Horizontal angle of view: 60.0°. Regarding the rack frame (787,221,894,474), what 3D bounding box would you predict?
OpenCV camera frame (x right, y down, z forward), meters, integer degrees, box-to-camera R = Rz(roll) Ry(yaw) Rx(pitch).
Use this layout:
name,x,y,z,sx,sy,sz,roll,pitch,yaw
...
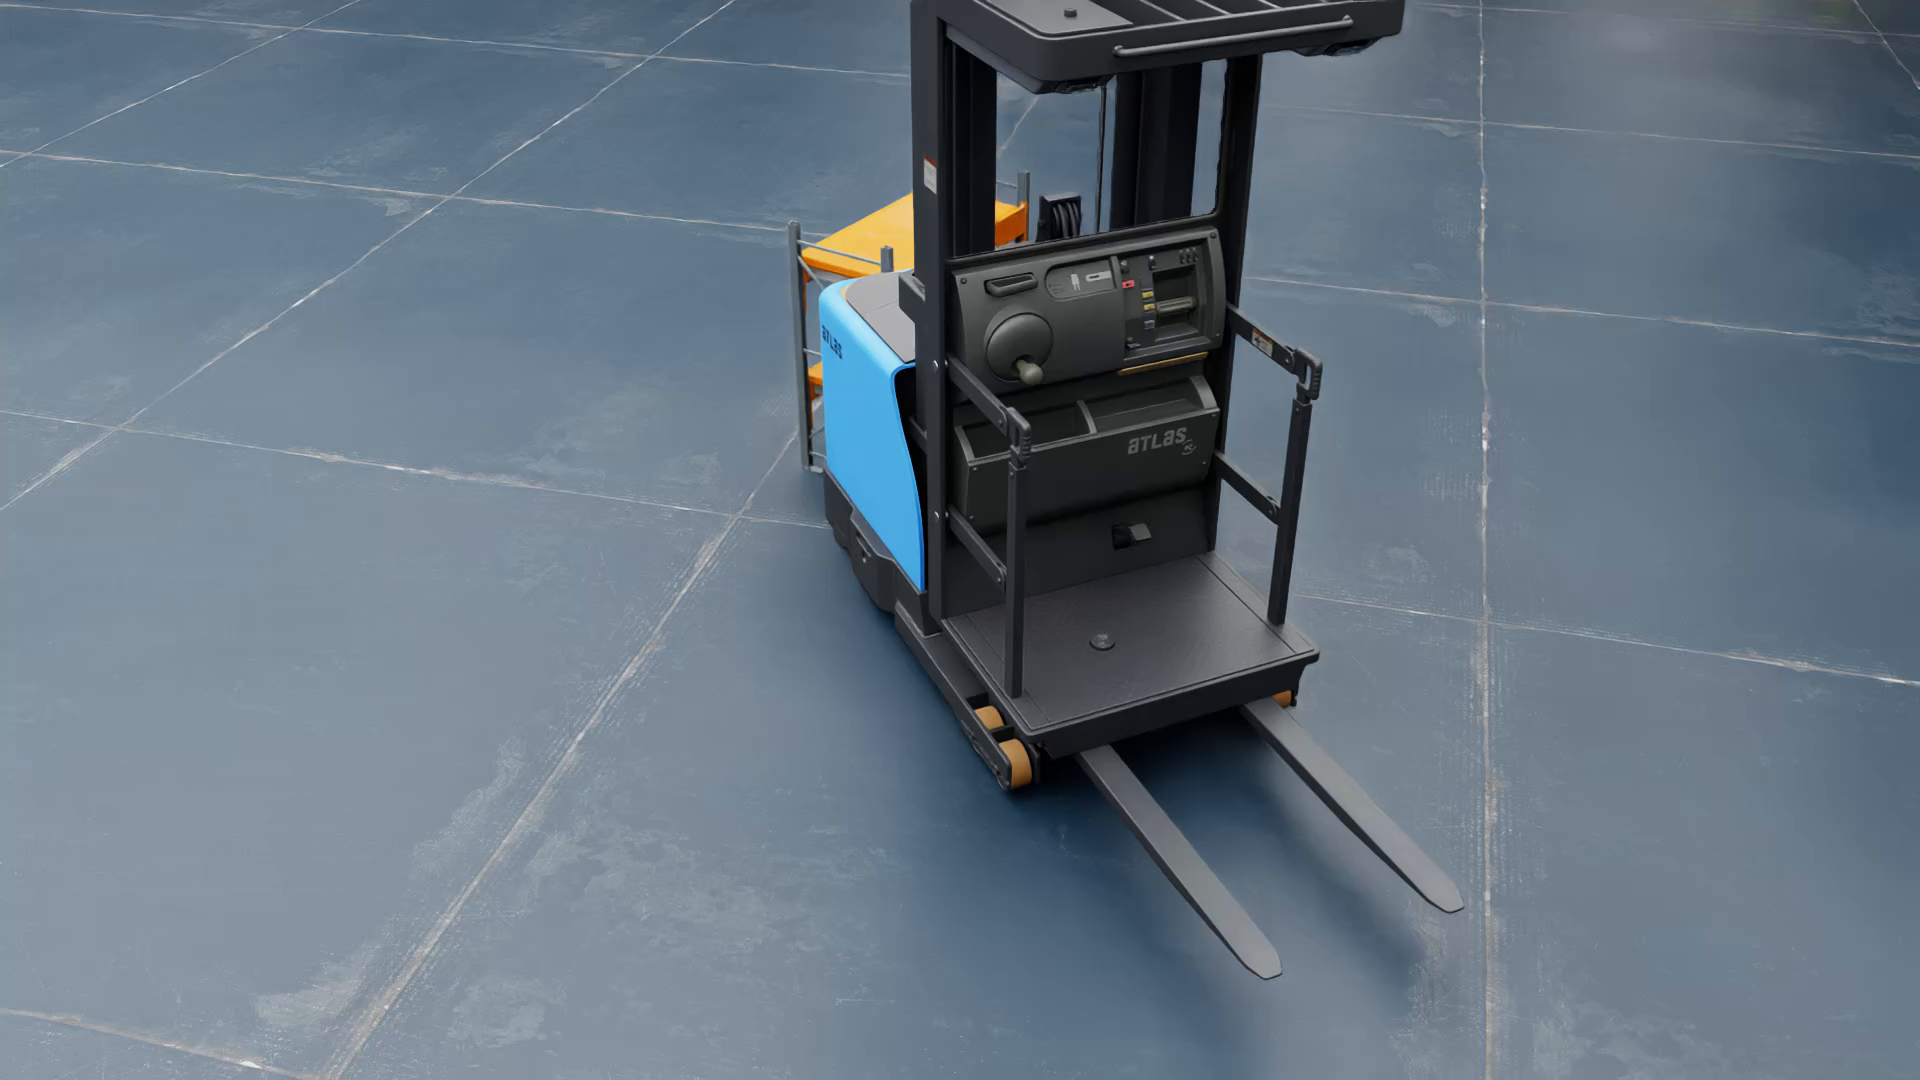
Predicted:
name,x,y,z,sx,sy,sz,roll,pitch,yaw
rack frame,-0.474,-0.727,6.845,0.500,1.125,0.032,19,37,28

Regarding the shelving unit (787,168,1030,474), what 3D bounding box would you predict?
name,x,y,z,sx,sy,sz,roll,pitch,yaw
shelving unit,-0.196,-0.955,7.203,0.538,1.125,1.048,19,37,28

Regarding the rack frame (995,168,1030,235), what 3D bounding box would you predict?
name,x,y,z,sx,sy,sz,roll,pitch,yaw
rack frame,0.083,-1.183,7.562,0.500,1.125,0.032,19,37,28

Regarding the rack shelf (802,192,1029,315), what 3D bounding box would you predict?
name,x,y,z,sx,sy,sz,roll,pitch,yaw
rack shelf,-0.196,-1.202,7.046,0.538,0.278,1.000,19,37,28

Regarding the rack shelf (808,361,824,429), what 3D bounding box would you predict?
name,x,y,z,sx,sy,sz,roll,pitch,yaw
rack shelf,-0.196,-0.748,7.335,0.538,0.278,1.000,19,37,28

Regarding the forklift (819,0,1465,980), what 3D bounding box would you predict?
name,x,y,z,sx,sy,sz,roll,pitch,yaw
forklift,0.512,-0.681,5.089,1.130,2.935,3.031,-13,35,-20
